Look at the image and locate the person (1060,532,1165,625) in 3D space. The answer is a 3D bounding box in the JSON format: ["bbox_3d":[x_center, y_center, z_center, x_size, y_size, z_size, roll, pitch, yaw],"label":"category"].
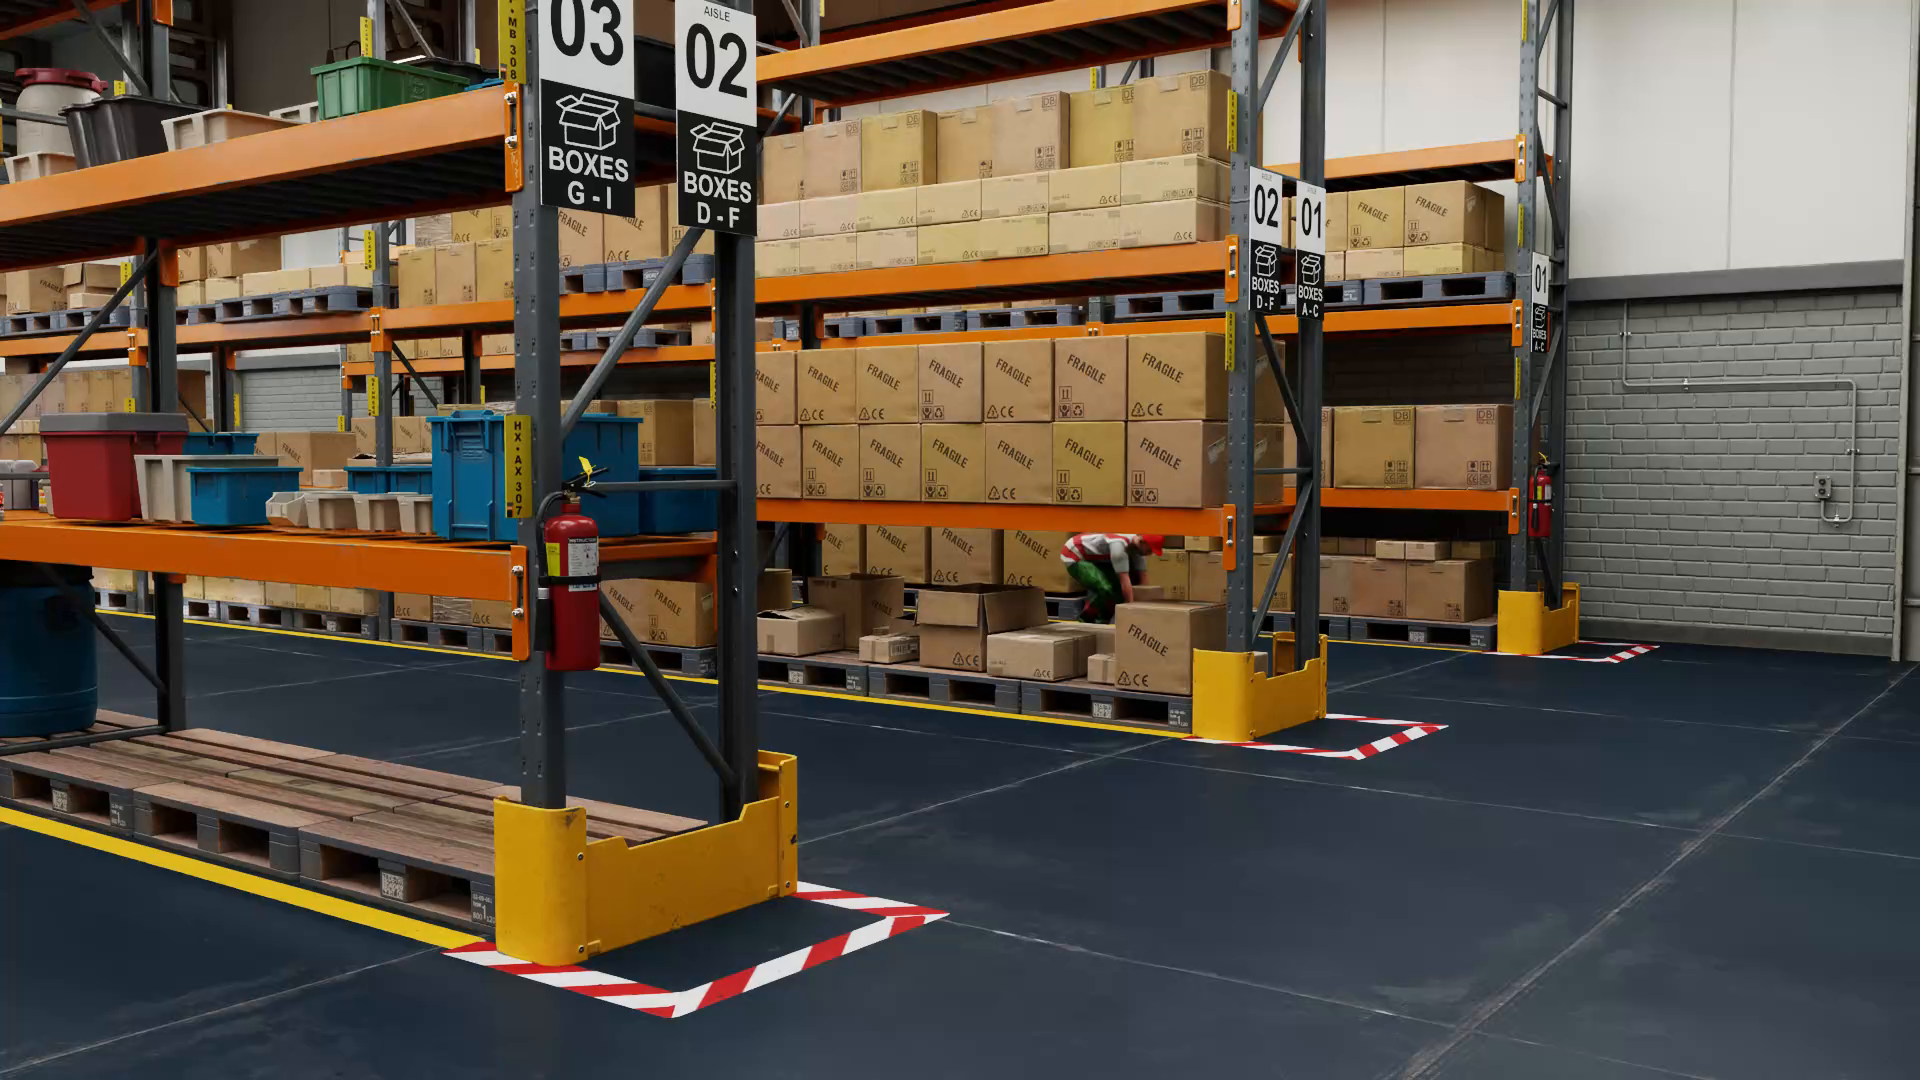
[{"bbox_3d":[1.340,0.355,14.481,0.950,0.987,0.535,2,4,34],"label":"person"}]
